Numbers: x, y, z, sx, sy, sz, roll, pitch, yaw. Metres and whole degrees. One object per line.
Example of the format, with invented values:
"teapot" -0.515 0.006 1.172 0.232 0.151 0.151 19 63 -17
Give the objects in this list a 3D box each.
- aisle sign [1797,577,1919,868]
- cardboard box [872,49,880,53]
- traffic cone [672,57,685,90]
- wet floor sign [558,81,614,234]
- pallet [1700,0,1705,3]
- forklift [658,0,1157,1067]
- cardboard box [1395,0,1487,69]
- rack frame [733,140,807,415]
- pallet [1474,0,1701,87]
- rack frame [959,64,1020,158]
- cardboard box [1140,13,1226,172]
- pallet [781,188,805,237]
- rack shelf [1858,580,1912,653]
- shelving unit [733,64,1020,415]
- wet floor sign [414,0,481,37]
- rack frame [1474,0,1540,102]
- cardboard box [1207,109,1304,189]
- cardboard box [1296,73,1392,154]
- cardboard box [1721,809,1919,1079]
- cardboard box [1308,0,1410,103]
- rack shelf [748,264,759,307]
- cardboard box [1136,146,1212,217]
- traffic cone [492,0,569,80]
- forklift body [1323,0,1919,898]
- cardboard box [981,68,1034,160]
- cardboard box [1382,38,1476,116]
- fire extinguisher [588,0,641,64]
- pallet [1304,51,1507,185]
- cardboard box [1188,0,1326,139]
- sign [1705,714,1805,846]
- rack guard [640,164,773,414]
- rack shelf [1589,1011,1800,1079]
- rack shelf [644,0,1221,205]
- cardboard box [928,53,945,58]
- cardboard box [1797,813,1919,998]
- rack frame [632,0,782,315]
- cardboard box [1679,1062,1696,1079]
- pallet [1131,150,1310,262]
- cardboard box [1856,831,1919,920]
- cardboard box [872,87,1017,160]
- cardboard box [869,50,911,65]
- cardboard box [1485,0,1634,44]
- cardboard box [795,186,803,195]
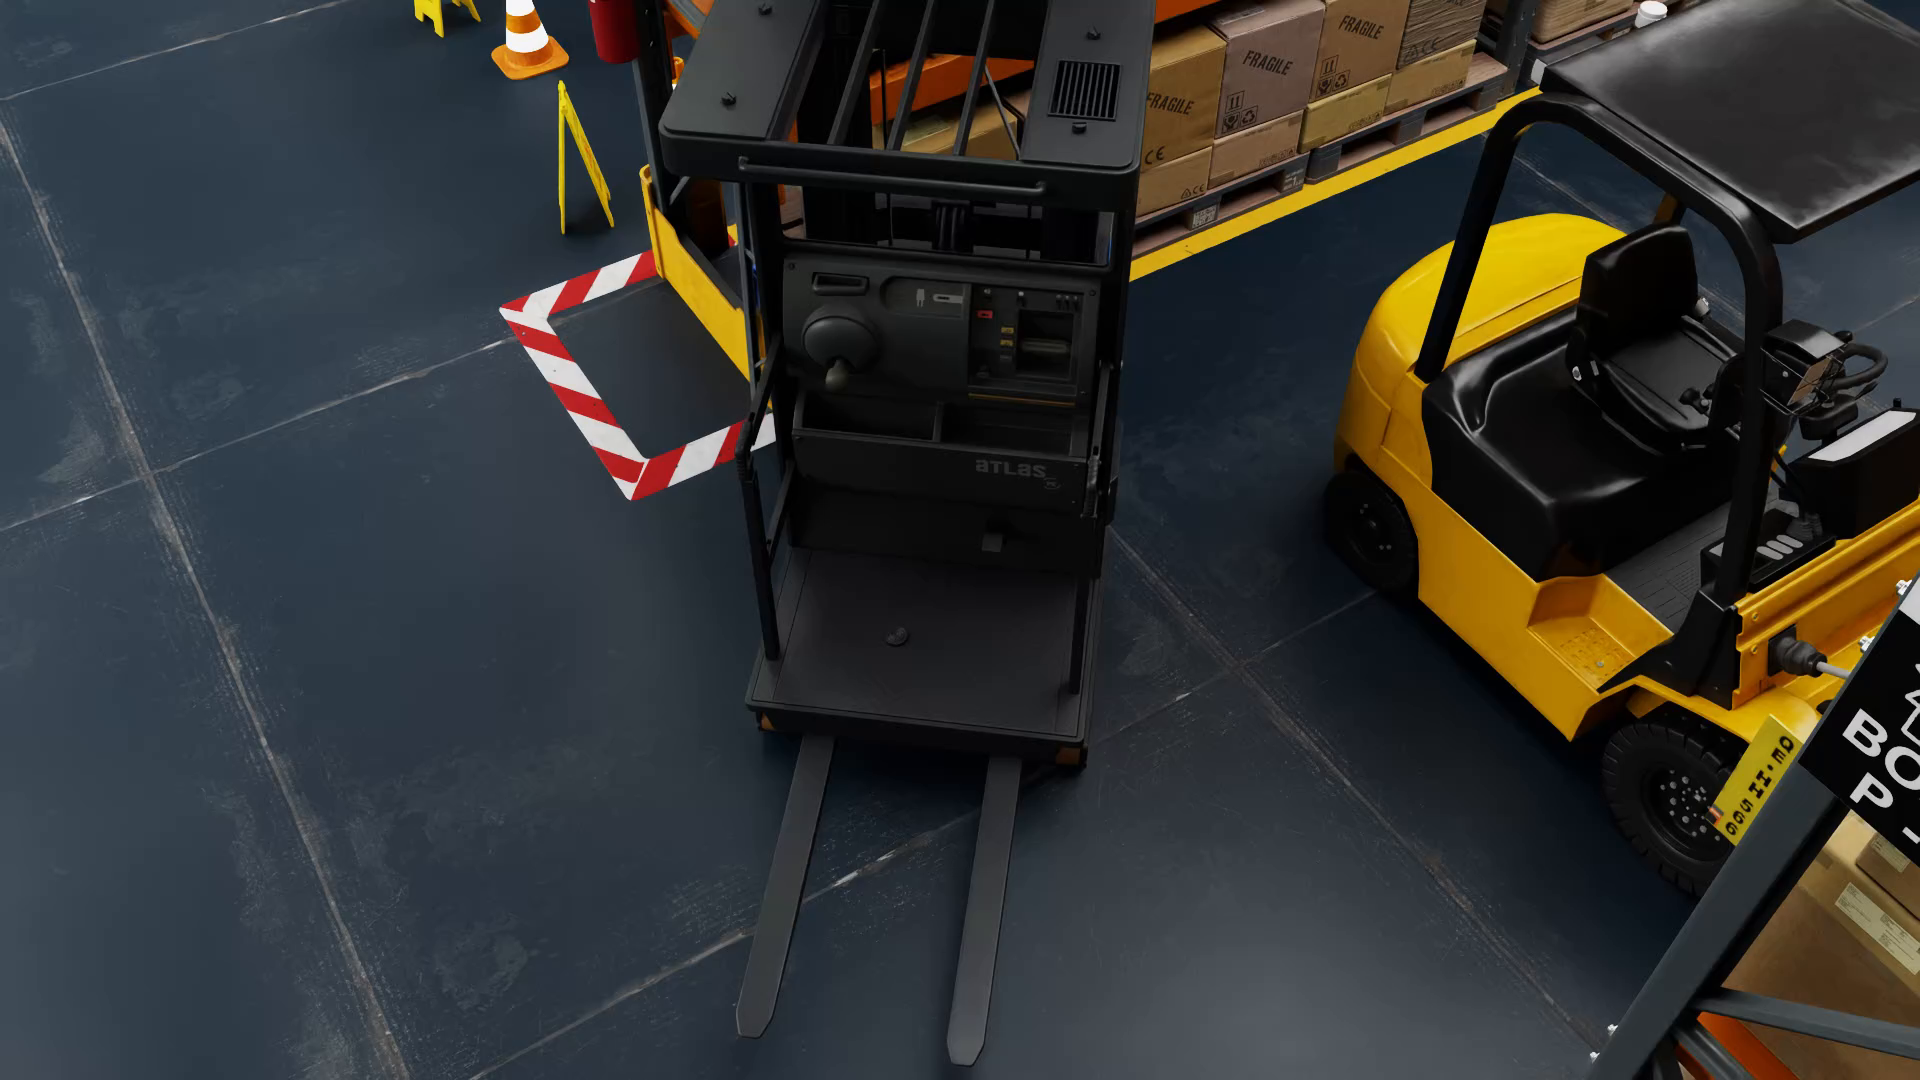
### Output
"aisle sign" 1.468 0.223 2.302 0.004 0.787 0.394 -25 53 -21
"cardboard box" -0.422 -2.032 5.785 0.500 0.500 0.500 -26 53 -21
"traffic cone" -1.296 -2.029 7.747 0.334 0.463 0.336 -25 53 -21
"wet floor sign" -1.703 -1.704 7.335 0.232 0.644 0.267 -9 49 -8
"pallet" 4.103 -3.354 9.095 1.213 0.211 1.003 -25 53 -21
"forklift" -0.087 -0.510 4.741 1.130 2.935 3.031 6 49 5
"cardboard box" 2.055 -2.550 7.570 0.500 0.500 0.500 -26 53 -21
"rack frame" -0.648 -0.925 5.972 0.032 1.500 0.500 -29 55 -25
"pallet" 3.070 -2.864 8.660 1.213 0.211 1.003 -25 53 -21
"rack frame" 0.156 -1.367 6.409 0.032 1.500 0.500 -29 55 -25
"cardboard box" 0.747 -1.924 7.012 0.500 0.500 0.500 -24 53 -20
"pallet" -0.201 -1.291 7.258 1.213 0.211 1.003 -25 53 -21
"rack shelf" 3.372 -0.308 2.989 4.000 0.370 1.077 -25 53 -21
"shelving unit" -0.246 -1.146 6.190 1.048 1.500 0.538 -29 55 -25
"wet floor sign" -2.666 -2.928 8.425 0.232 0.644 0.267 -34 57 -27
"rack frame" 2.412 -3.481 7.341 0.127 3.000 1.000 -25 53 -21
"cardboard box" 1.178 -1.882 7.478 0.500 0.250 0.500 -24 53 -20
"cardboard box" 1.610 -2.082 7.656 0.500 0.250 0.500 -27 53 -22
"cardboard box" 1.957 0.852 3.416 0.500 0.500 0.500 -26 53 -22
"cardboard box" 1.626 -2.346 7.389 0.500 0.500 0.500 -24 53 -20
"rack shelf" -0.251 -1.024 6.323 1.000 0.185 0.538 -29 55 -25
"cardboard box" 0.749 -1.683 7.300 0.500 0.250 0.500 -22 52 -18
"traffic cone" -2.175 -2.595 8.251 0.334 0.463 0.336 -25 53 -21
"forklift body" 2.311 -0.379 5.147 1.214 2.155 2.313 -25 53 -21
"cardboard box" 0.319 -1.729 6.839 0.500 0.500 0.500 -27 54 -22
"cardboard box" 2.055 -2.300 7.850 0.500 0.250 0.500 -23 52 -19
"fire extinguisher" -1.314 -2.106 6.169 0.183 0.674 0.296 -25 53 -21
"pallet" 1.863 -2.263 8.124 1.213 0.211 1.003 -25 53 -21
"cardboard box" 1.195 -2.142 7.207 0.500 0.500 0.500 -23 52 -19
"sign" 1.403 0.435 2.920 0.005 0.325 0.100 -25 53 -21
"rack guard" -0.907 -1.086 6.882 0.348 0.500 1.175 -25 53 -21
"rack shelf" 3.372 0.689 4.109 4.000 0.370 1.077 -25 53 -21
"rack shelf" 0.721 -2.444 6.900 4.000 0.370 1.077 -25 53 -21
"cardboard box" -0.100 -1.972 6.166 0.250 0.149 0.380 -27 54 -22
"cardboard box" 1.824 0.683 3.132 0.250 0.149 0.380 -24 53 -20
"rack frame" -0.971 -1.887 5.922 0.127 3.000 1.000 -25 53 -21
"cardboard box" 1.904 1.309 3.966 0.500 0.250 0.500 -24 52 -20
"pallet" 0.830 -1.774 7.689 1.213 0.211 1.003 -25 53 -21
"cardboard box" 1.871 0.623 2.986 0.250 0.149 0.380 -25 53 -21
"cardboard box" -0.121 -1.518 6.651 0.500 0.500 0.500 -27 54 -22
"cardboard box" -0.367 -1.917 6.117 0.250 0.149 0.380 -24 53 -20
"cardboard box" 2.854 -2.957 8.353 0.625 0.372 0.950 -25 53 -20
"cardboard box" -0.411 -1.614 7.238 0.500 0.250 0.500 -25 53 -21
